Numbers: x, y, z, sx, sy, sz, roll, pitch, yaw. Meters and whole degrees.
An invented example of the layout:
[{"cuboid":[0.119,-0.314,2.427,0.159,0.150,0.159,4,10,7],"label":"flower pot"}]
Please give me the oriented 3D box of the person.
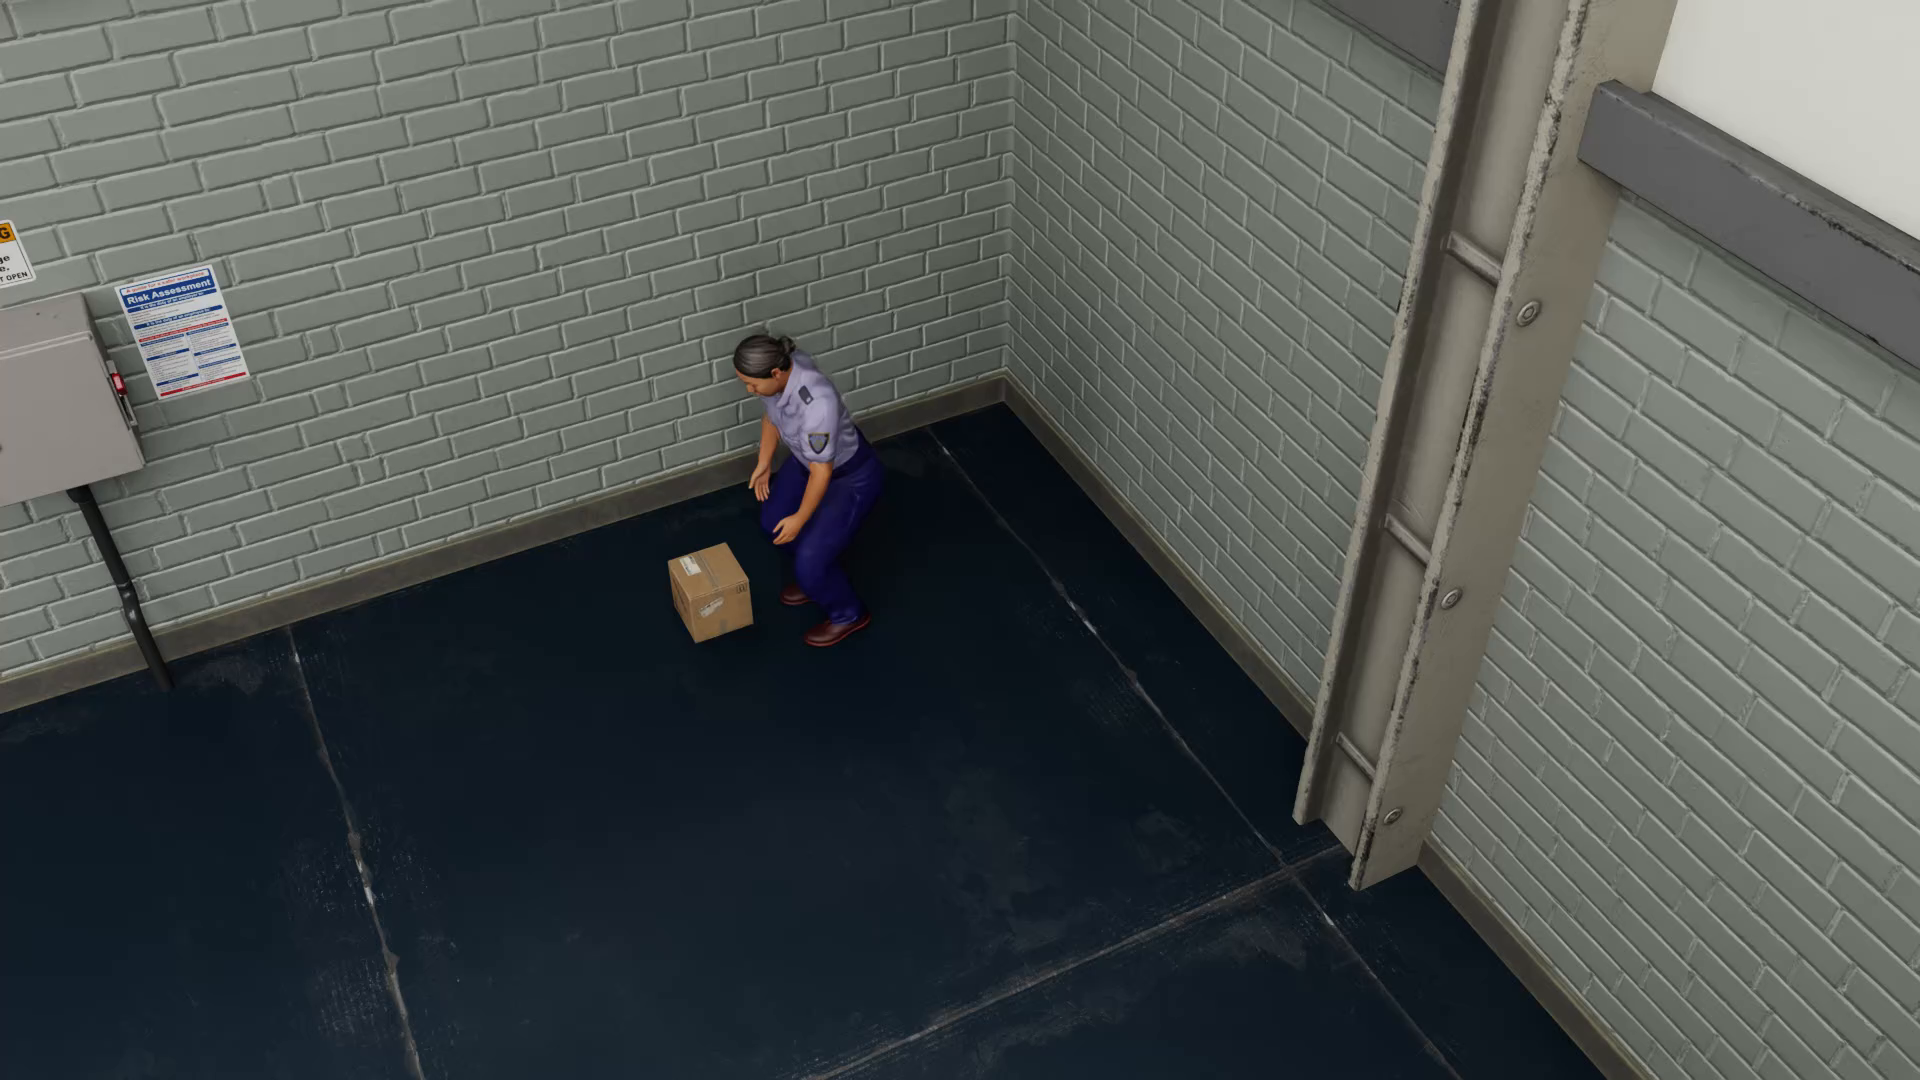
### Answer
[{"cuboid":[-0.572,-0.226,6.555,0.552,1.490,0.525,-18,45,-20],"label":"person"}]
